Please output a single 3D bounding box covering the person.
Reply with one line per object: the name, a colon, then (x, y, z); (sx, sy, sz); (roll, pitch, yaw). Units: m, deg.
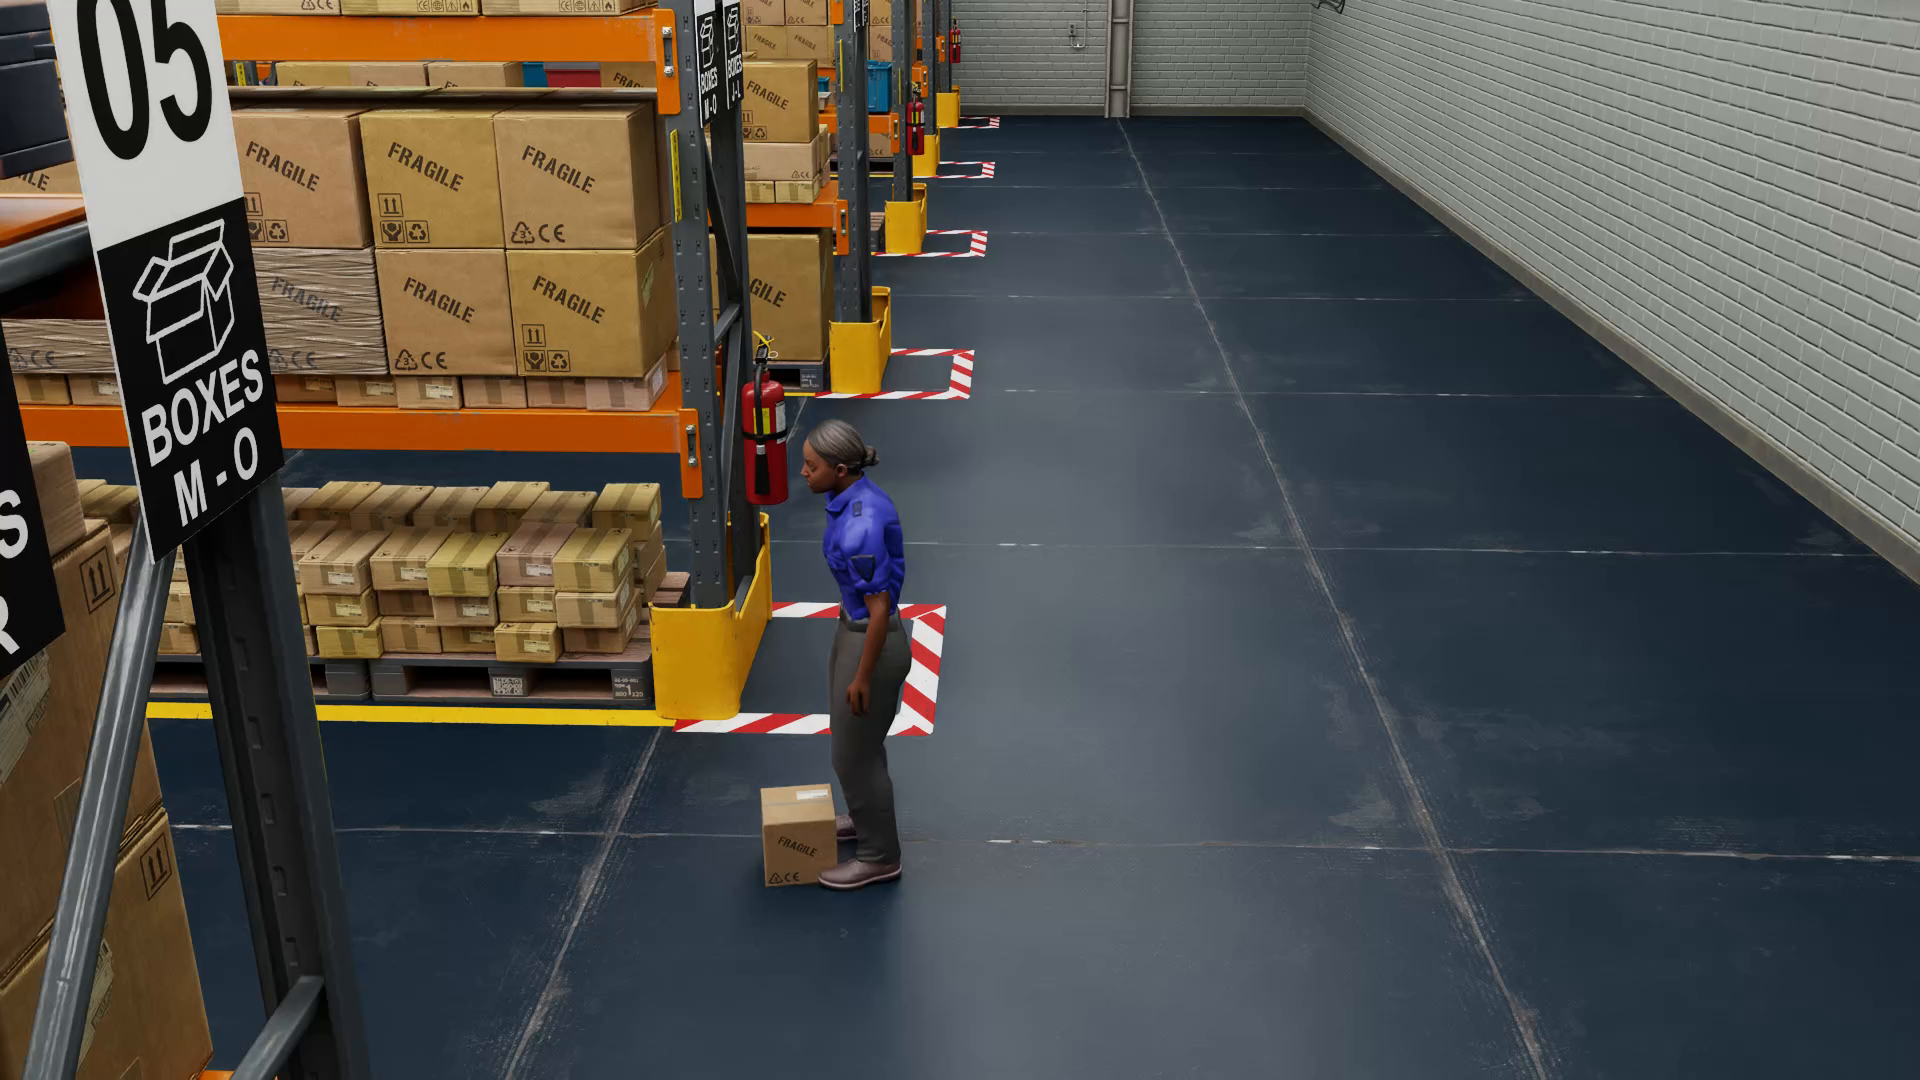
person: (-0.344, 0.371, 5.618); (0.349, 1.653, 0.526); (-3, 21, -8)
